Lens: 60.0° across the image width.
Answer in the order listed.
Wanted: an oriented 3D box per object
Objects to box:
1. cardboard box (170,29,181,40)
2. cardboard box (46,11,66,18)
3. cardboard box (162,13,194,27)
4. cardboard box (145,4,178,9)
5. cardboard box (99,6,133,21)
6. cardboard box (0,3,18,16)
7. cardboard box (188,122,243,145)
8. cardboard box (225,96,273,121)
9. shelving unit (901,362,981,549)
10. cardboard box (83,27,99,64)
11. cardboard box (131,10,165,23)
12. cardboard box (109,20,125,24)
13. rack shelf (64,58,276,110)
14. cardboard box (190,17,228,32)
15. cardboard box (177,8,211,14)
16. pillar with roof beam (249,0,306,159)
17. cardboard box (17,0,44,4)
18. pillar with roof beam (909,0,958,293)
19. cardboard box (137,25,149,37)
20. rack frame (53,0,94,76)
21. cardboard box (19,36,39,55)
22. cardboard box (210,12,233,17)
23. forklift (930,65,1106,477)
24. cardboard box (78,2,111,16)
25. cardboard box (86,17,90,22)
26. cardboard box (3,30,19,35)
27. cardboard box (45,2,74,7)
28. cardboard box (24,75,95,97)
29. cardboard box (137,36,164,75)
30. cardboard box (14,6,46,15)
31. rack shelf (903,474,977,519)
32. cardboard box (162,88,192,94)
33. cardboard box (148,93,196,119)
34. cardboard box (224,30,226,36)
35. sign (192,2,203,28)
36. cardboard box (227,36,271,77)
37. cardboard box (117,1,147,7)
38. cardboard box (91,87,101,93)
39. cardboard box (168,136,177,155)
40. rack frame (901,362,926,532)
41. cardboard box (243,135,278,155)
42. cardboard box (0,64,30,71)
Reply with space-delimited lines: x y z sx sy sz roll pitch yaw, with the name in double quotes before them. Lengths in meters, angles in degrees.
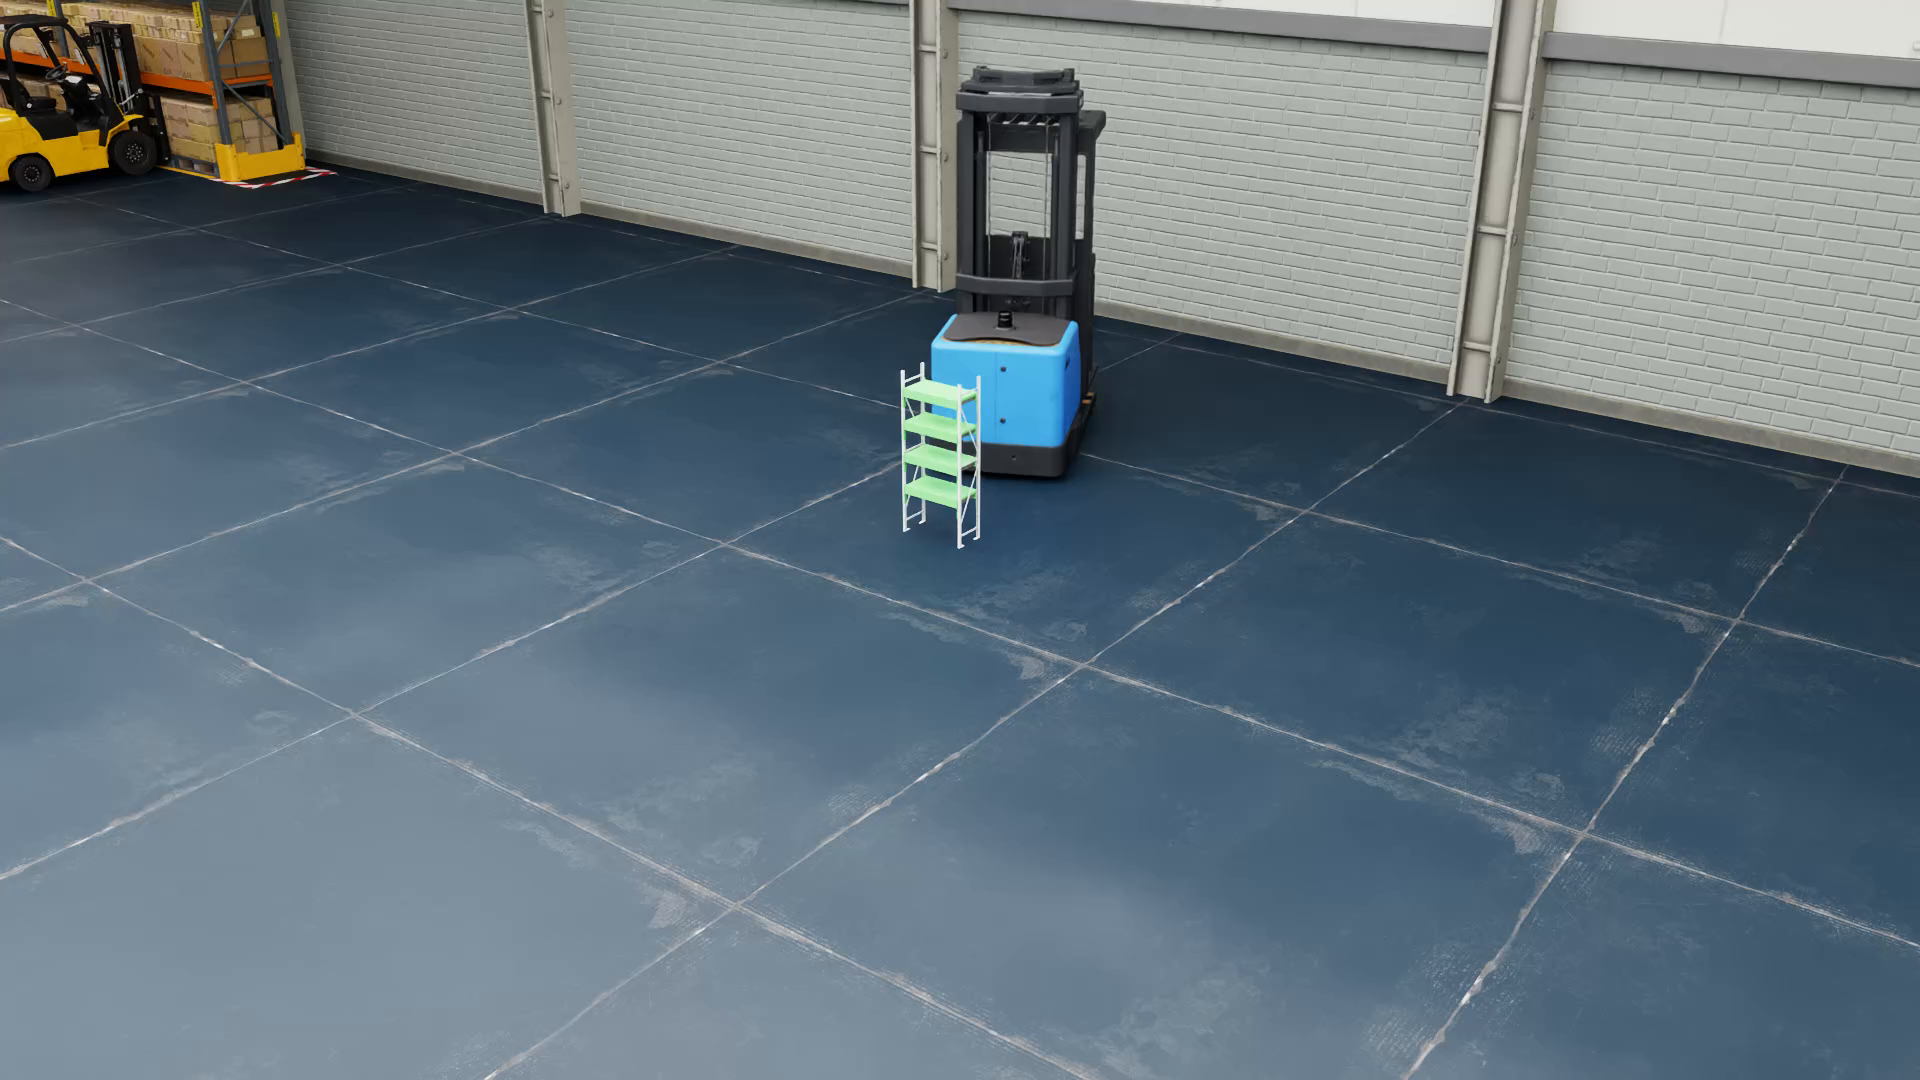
"cardboard box" -10.689 -7.021 23.035 0.250 0.149 0.380 17 29 34
"cardboard box" -13.458 -7.871 24.965 0.250 0.149 0.380 18 29 35
"cardboard box" -10.860 -7.236 23.154 0.250 0.149 0.380 17 29 34
"cardboard box" -11.609 -7.696 24.199 0.250 0.149 0.380 16 29 33
"cardboard box" -12.133 -7.581 23.938 0.250 0.149 0.380 16 29 32
"cardboard box" -14.757 -8.209 25.733 0.250 0.149 0.380 16 28 32
"cardboard box" -10.428 -5.729 23.303 0.500 0.250 0.500 16 29 33
"cardboard box" -10.122 -6.119 23.566 0.500 0.250 0.500 16 29 33
"shelving unit" -0.132 -0.589 11.599 0.503 1.200 0.258 17 29 33
"cardboard box" -12.426 -7.251 24.362 0.500 0.500 0.500 17 29 34
"cardboard box" -11.495 -7.416 23.564 0.250 0.149 0.380 17 29 34
"cardboard box" -11.947 -7.379 23.849 0.250 0.149 0.380 16 28 32
"rack shelf" -11.451 -6.704 24.138 4.000 0.370 1.077 17 29 33
"cardboard box" -10.264 -7.047 22.727 0.250 0.149 0.380 17 29 33
"cardboard box" -10.966 -7.528 23.817 0.250 0.149 0.380 16 28 32
"pillar with roof beam" -12.449 -8.365 19.576 0.400 9.000 9.100 17 29 33
"cardboard box" -14.630 -8.449 26.276 0.250 0.149 0.380 18 29 35
"pillar with roof beam" -2.847 -5.464 12.989 0.400 9.000 9.100 17 29 33
"cardboard box" -11.337 -7.188 23.416 0.250 0.149 0.380 17 29 34
"rack frame" -13.051 -7.517 25.091 0.127 3.000 1.000 17 29 33
"cardboard box" -14.017 -7.606 25.478 0.500 0.250 0.500 17 29 33
"cardboard box" -10.400 -7.312 23.328 0.250 0.149 0.380 17 29 34
"forklift" 0.563 -2.388 13.534 1.130 2.935 3.031 5 24 10
"cardboard box" -12.700 -7.795 24.423 0.250 0.149 0.380 17 29 34
"cardboard box" -12.521 -7.582 24.309 0.250 0.149 0.380 17 29 33
"cardboard box" -14.419 -7.961 25.664 0.500 0.250 0.500 17 29 34
"cardboard box" -13.987 -8.280 25.893 0.250 0.149 0.380 17 29 33
"cardboard box" -14.092 -6.935 26.195 0.625 0.625 0.875 16 29 33
"cardboard box" -11.222 -6.882 23.526 0.500 0.500 0.500 16 29 32
"cardboard box" -14.130 -8.024 25.313 0.250 0.149 0.380 16 28 32
"rack shelf" -0.132 -0.311 11.721 0.480 0.148 0.258 17 29 33
"cardboard box" -11.323 -6.489 24.406 0.500 0.250 0.500 16 28 32
"cardboard box" -11.228 -6.192 23.733 0.500 0.250 0.500 17 29 34
"cardboard box" -10.202 -7.097 23.209 0.250 0.149 0.380 17 29 33
"sign" -10.187 -7.016 22.224 0.005 0.325 0.100 17 29 33
"cardboard box" -10.081 -6.805 23.350 0.500 0.500 0.500 18 29 35
"cardboard box" -12.219 -7.882 24.622 0.250 0.149 0.380 17 29 33
"cardboard box" -12.449 -6.563 24.576 0.500 0.250 0.500 17 29 33
"cardboard box" -11.203 -5.743 23.953 0.500 0.250 0.500 17 29 34
"rack frame" -0.328 -0.648 11.733 0.015 1.200 0.240 17 29 33
"cardboard box" -10.126 -5.666 23.778 0.500 0.250 0.500 17 29 34
"cardboard box" -15.761 -7.435 27.328 0.625 0.625 0.875 18 29 35
